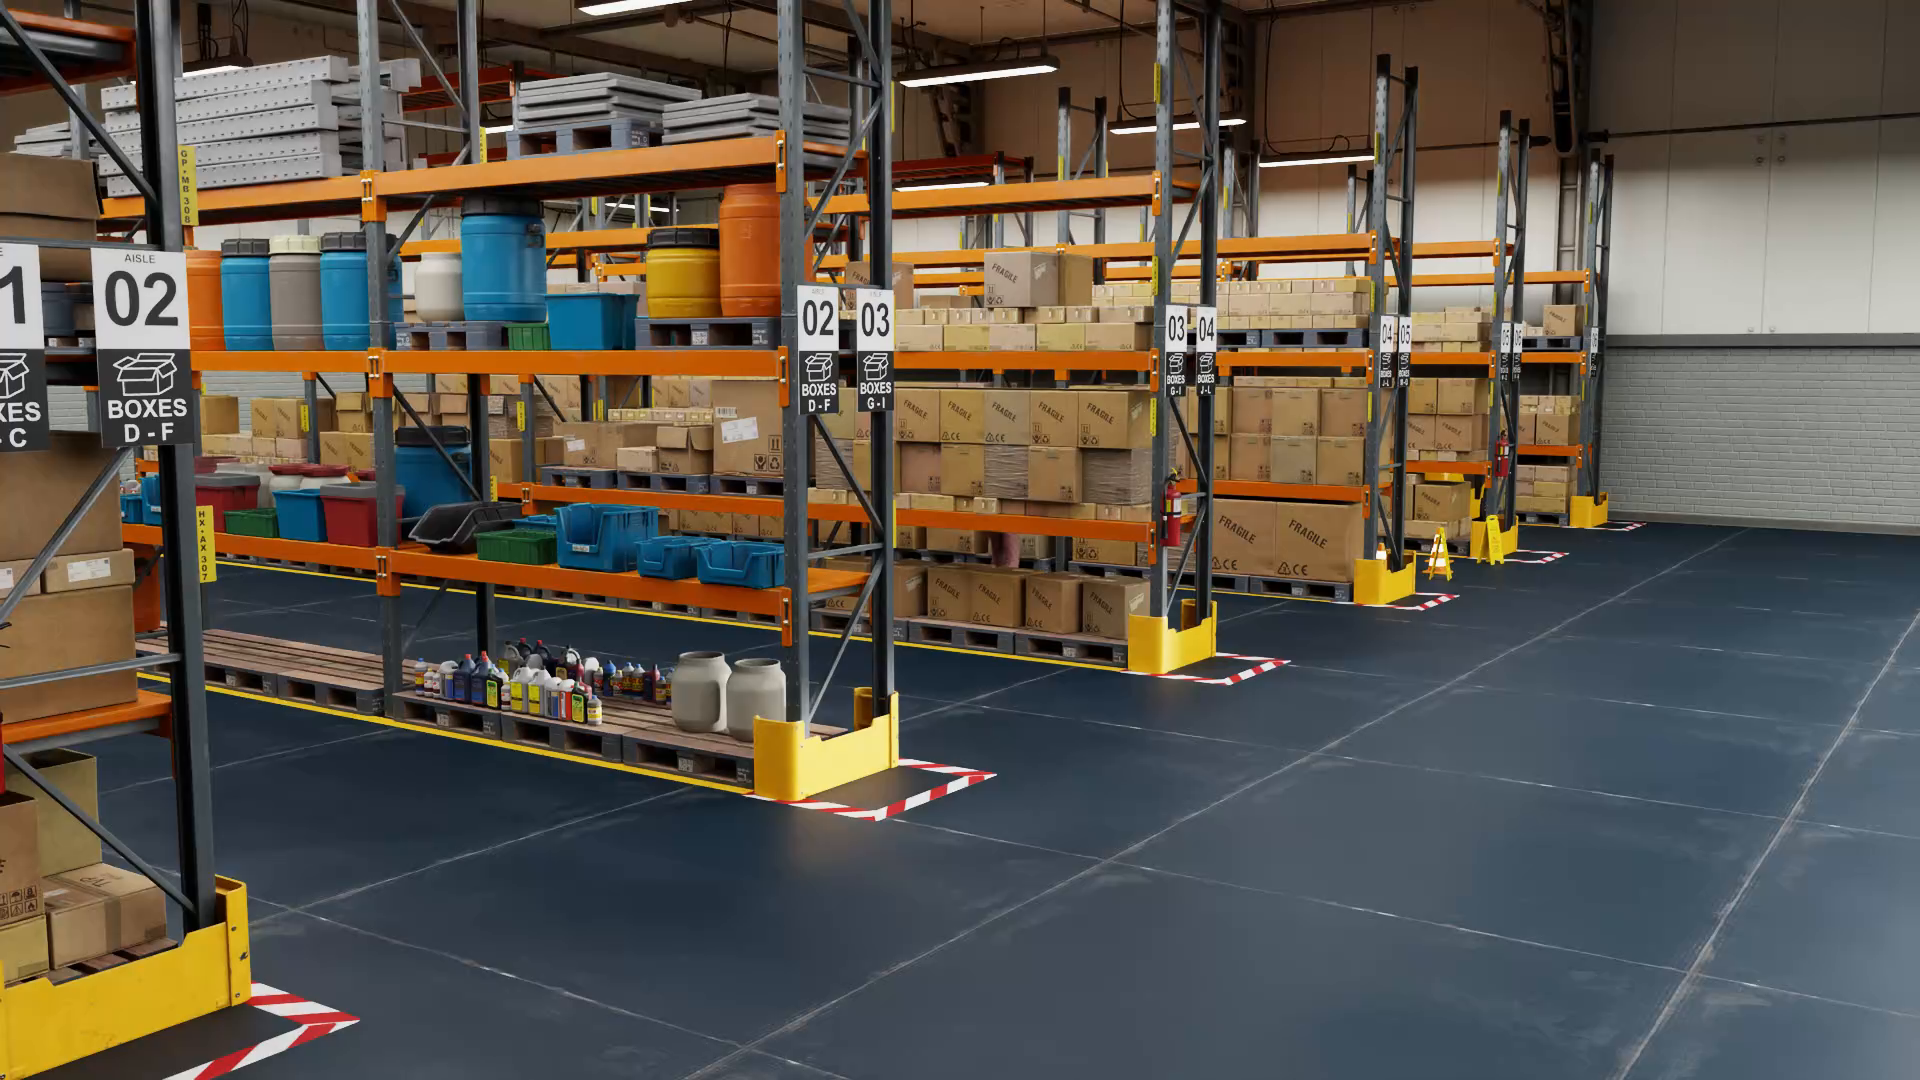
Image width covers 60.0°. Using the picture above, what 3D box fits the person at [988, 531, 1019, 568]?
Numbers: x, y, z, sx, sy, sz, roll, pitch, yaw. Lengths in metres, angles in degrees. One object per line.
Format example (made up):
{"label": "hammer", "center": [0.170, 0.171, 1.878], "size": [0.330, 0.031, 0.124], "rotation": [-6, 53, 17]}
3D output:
{"label": "person", "center": [0.480, -0.113, 18.602], "size": [0.439, 1.685, 0.382], "rotation": [4, 8, 35]}
